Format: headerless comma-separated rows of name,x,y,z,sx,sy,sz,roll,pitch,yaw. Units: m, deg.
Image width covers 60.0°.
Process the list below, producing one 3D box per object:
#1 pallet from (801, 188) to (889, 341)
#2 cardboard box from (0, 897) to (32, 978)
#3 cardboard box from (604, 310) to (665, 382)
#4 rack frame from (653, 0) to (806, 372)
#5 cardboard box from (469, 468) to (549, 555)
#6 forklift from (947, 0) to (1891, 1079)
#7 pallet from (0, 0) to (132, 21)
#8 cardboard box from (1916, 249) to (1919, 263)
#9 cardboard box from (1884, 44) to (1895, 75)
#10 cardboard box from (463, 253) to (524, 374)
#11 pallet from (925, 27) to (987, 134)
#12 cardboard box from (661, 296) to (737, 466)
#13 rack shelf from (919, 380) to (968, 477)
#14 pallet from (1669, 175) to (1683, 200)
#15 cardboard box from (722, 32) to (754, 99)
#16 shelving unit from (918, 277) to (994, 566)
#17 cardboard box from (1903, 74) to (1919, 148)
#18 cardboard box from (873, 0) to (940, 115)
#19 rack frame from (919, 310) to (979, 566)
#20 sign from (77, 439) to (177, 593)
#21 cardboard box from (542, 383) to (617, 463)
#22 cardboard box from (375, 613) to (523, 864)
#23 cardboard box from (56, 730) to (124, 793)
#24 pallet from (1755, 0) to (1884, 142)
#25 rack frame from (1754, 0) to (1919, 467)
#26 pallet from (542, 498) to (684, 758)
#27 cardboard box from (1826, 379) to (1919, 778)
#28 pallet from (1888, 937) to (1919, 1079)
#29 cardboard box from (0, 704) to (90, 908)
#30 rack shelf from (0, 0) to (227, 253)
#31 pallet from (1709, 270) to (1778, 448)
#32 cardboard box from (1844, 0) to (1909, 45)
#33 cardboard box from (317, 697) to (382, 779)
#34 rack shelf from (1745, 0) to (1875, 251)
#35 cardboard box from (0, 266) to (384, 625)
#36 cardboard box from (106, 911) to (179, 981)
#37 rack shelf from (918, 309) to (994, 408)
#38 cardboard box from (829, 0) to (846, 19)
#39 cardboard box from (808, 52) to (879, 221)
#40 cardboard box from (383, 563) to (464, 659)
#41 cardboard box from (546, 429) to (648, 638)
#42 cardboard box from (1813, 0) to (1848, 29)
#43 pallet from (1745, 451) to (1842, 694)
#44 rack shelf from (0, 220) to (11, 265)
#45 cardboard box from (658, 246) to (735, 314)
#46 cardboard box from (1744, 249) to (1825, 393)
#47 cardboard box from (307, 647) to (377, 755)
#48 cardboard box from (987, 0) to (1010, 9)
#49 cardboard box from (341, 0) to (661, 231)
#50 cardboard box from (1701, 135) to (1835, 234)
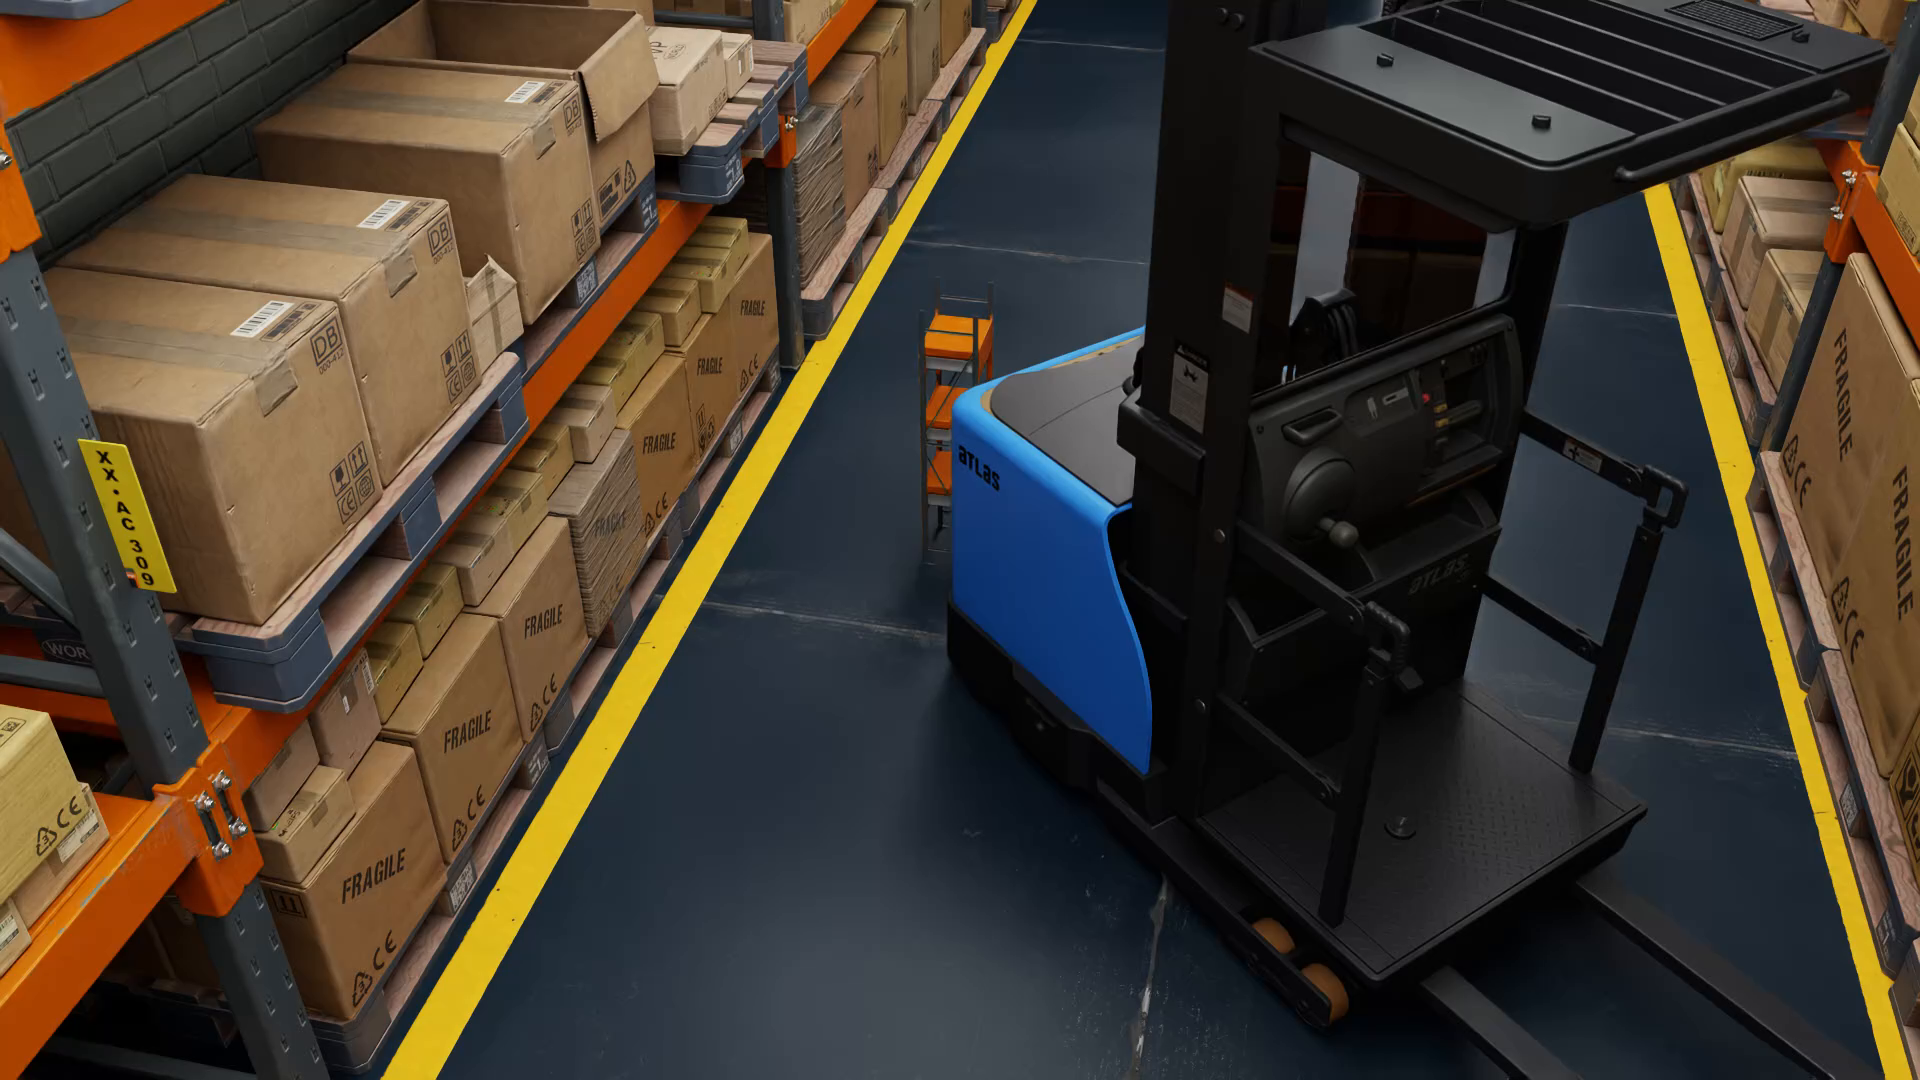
pallet,-0.972,-1.384,7.979,1.003,0.211,1.213,7,37,10
cardboard box,-1.896,0.716,2.921,0.380,0.149,0.250,8,37,11
cardboard box,-1.272,-0.700,5.879,0.380,0.149,0.250,8,37,11
rack frame,-1.186,-2.046,6.517,1.000,3.000,0.127,7,37,10
cardboard box,-1.486,-0.102,5.054,0.380,0.149,0.250,9,37,12
forklift,1.208,-0.209,4.041,1.130,2.935,3.031,-22,41,-27
pallet,-1.832,-1.256,3.031,1.213,0.211,1.003,7,37,10
cardboard box,3.222,-0.819,4.952,0.500,0.250,0.500,6,36,9
cardboard box,3.505,-1.711,5.912,0.380,0.149,0.250,9,37,12
cardboard box,-1.368,-0.617,4.301,0.396,0.266,0.258,9,37,12
pallet,-0.450,-2.783,9.909,1.003,0.211,1.213,7,37,10
cardboard box,-1.183,-0.649,6.361,0.500,0.500,0.500,7,36,9
rack shelf,-0.011,-0.386,5.906,0.215,0.259,0.240,7,37,10
pallet,4.354,-2.143,9.027,1.003,0.211,1.213,7,37,10
cardboard box,-0.951,-1.689,5.881,0.380,0.149,0.250,8,37,11
shelving unit,-0.011,-0.394,5.900,0.215,1.050,0.252,7,37,10
cardboard box,3.315,-1.308,5.200,0.500,0.250,0.500,7,37,10
cardboard box,-0.605,-2.803,9.227,0.875,0.625,0.625,7,37,9
rack frame,-0.037,-0.324,5.803,0.200,1.050,0.008,7,37,10
sign,-1.508,-0.039,3.011,0.100,0.325,0.005,7,37,10
cardboard box,-1.354,-0.395,5.458,0.380,0.149,0.250,6,36,8
cardboard box,-1.613,0.534,4.729,0.500,0.500,0.500,7,36,9
cardboard box,-2.243,0.580,4.113,0.380,0.149,0.250,6,36,8
pallet,3.713,-1.770,6.300,1.213,0.211,1.003,7,37,10
rack frame,3.664,-1.426,5.661,1.000,3.000,0.127,7,37,10
pallet,-1.645,0.204,5.789,1.003,0.211,1.213,7,37,10
cardboard box,3.241,0.161,4.925,0.875,0.875,0.875,8,37,11
pallet,2.901,1.545,3.939,1.003,0.211,1.213,7,37,10
cardboard box,-1.910,0.510,2.864,0.500,0.250,0.500,8,37,11
rack shelf,-1.613,-1.822,4.265,1.077,0.370,4.000,7,37,10
pallet,3.833,-0.744,7.097,1.003,0.211,1.213,7,37,10
cardboard box,3.490,-2.052,5.829,0.500,0.500,0.500,6,36,9
cardboard box,-1.720,0.486,4.243,0.380,0.149,0.250,6,36,9
rack shelf,4.092,-2.281,7.454,1.077,0.370,4.000,7,37,10
cardboard box,-1.718,-0.212,3.544,0.700,0.500,0.500,8,37,11
cardboard box,-2.224,0.771,4.402,0.500,0.500,0.500,7,37,10
rack shelf,-0.011,-0.616,5.739,0.215,0.259,0.240,7,37,10
cardboard box,-0.740,-2.496,7.266,0.500,0.250,0.500,7,36,9
cardboard box,-0.907,-1.986,8.099,0.875,0.625,0.625,8,37,11
cardboard box,-1.631,0.179,4.667,0.380,0.149,0.250,7,36,9
cardboard box,-1.385,-0.048,5.533,0.500,0.500,0.500,6,36,8
cardboard box,3.501,-2.024,6.343,0.380,0.149,0.250,7,37,10
pallet,3.422,0.146,5.869,1.003,0.211,1.213,7,37,10
rack shelf,-2.467,0.471,1.101,1.077,0.370,4.000,7,37,10
cardboard box,-1.072,-0.991,6.281,0.380,0.149,0.250,6,36,8
cardboard box,3.795,-0.854,6.754,0.950,0.372,0.625,5,36,7
cardboard box,-1.695,0.379,4.137,0.380,0.149,0.250,6,36,8
cardboard box,0.096,-3.631,10.690,0.500,0.250,0.500,8,37,10
cardboard box,-1.354,-1.299,5.040,0.797,0.503,0.637,7,36,9
cardboard box,4.112,-1.713,7.938,0.950,0.372,0.625,8,37,12
